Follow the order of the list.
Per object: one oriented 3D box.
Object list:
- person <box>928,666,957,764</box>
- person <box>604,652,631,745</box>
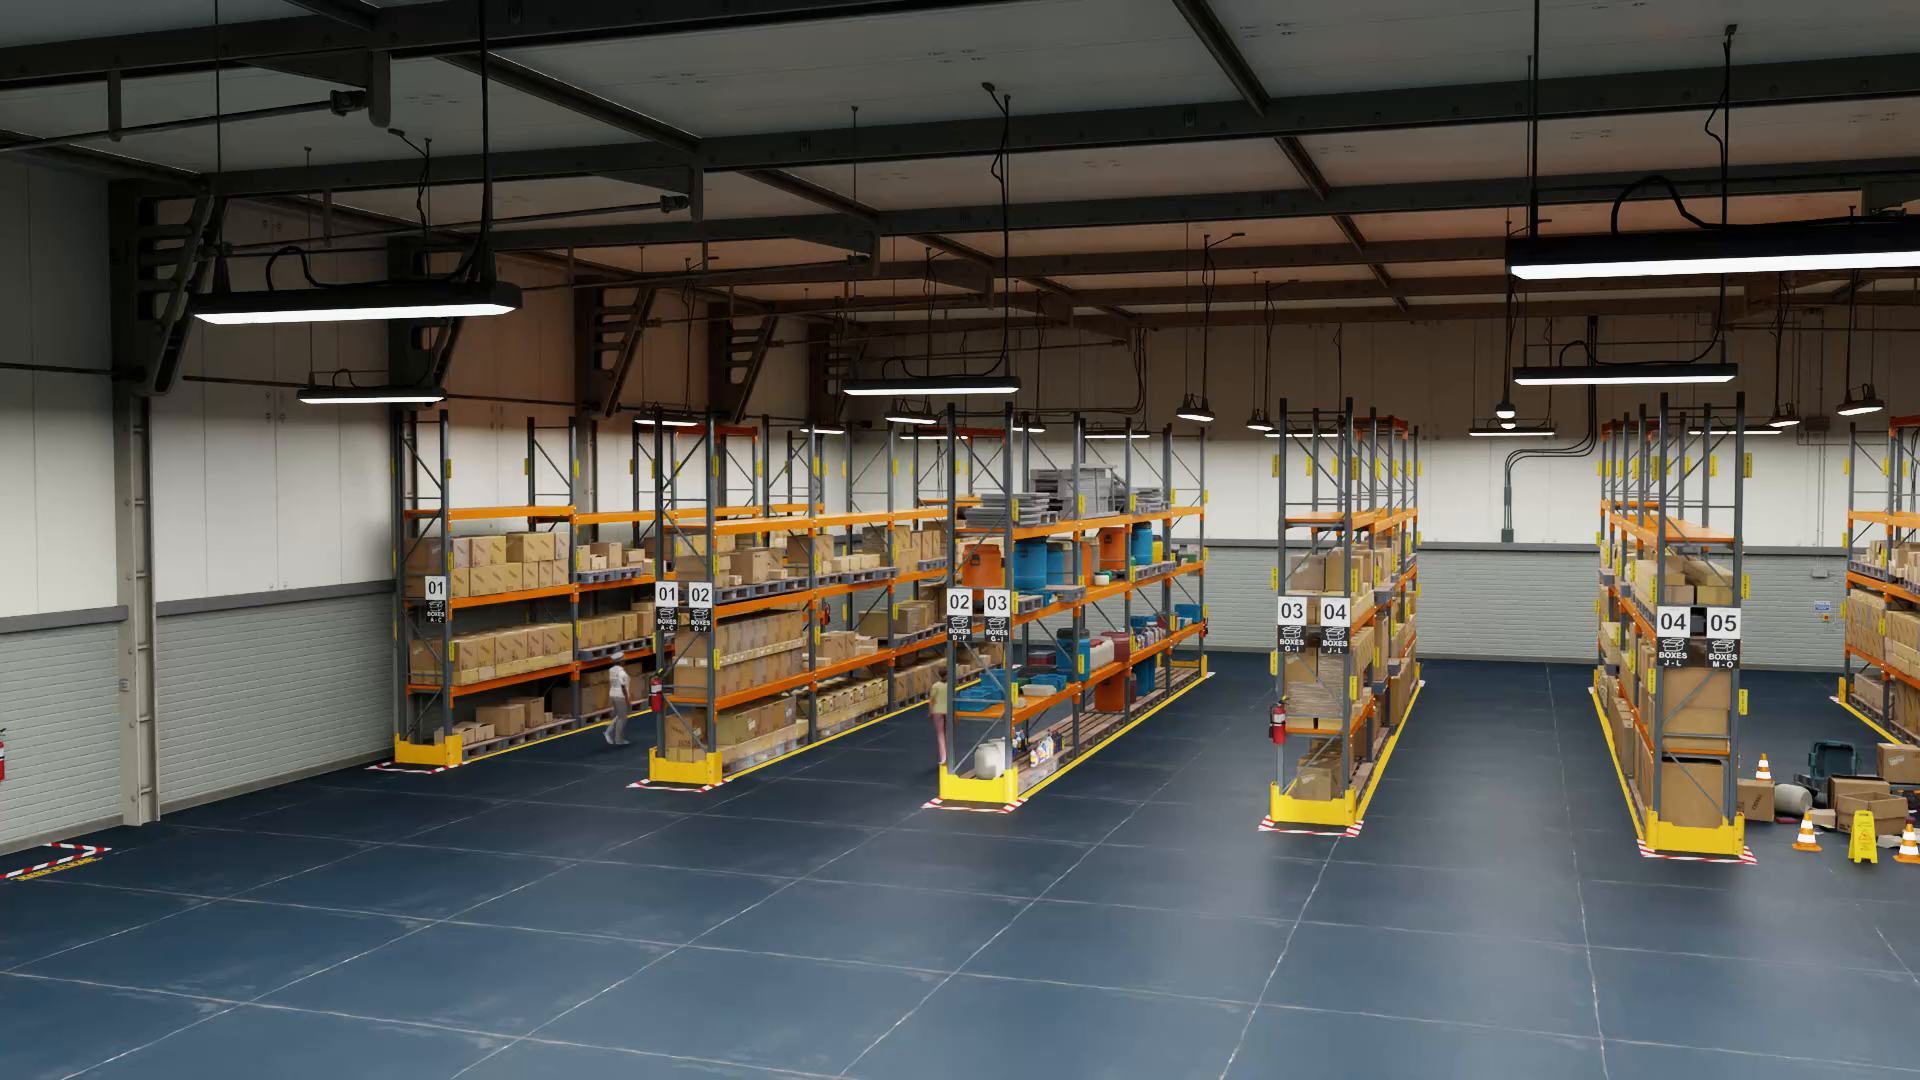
[{"bbox_3d":[-0.297,2.979,28.093,0.467,1.722,0.531,-1,3,-15],"label":"person"},{"bbox_3d":[-6.156,2.857,30.009,0.451,1.685,0.458,-2,3,-40],"label":"person"}]
